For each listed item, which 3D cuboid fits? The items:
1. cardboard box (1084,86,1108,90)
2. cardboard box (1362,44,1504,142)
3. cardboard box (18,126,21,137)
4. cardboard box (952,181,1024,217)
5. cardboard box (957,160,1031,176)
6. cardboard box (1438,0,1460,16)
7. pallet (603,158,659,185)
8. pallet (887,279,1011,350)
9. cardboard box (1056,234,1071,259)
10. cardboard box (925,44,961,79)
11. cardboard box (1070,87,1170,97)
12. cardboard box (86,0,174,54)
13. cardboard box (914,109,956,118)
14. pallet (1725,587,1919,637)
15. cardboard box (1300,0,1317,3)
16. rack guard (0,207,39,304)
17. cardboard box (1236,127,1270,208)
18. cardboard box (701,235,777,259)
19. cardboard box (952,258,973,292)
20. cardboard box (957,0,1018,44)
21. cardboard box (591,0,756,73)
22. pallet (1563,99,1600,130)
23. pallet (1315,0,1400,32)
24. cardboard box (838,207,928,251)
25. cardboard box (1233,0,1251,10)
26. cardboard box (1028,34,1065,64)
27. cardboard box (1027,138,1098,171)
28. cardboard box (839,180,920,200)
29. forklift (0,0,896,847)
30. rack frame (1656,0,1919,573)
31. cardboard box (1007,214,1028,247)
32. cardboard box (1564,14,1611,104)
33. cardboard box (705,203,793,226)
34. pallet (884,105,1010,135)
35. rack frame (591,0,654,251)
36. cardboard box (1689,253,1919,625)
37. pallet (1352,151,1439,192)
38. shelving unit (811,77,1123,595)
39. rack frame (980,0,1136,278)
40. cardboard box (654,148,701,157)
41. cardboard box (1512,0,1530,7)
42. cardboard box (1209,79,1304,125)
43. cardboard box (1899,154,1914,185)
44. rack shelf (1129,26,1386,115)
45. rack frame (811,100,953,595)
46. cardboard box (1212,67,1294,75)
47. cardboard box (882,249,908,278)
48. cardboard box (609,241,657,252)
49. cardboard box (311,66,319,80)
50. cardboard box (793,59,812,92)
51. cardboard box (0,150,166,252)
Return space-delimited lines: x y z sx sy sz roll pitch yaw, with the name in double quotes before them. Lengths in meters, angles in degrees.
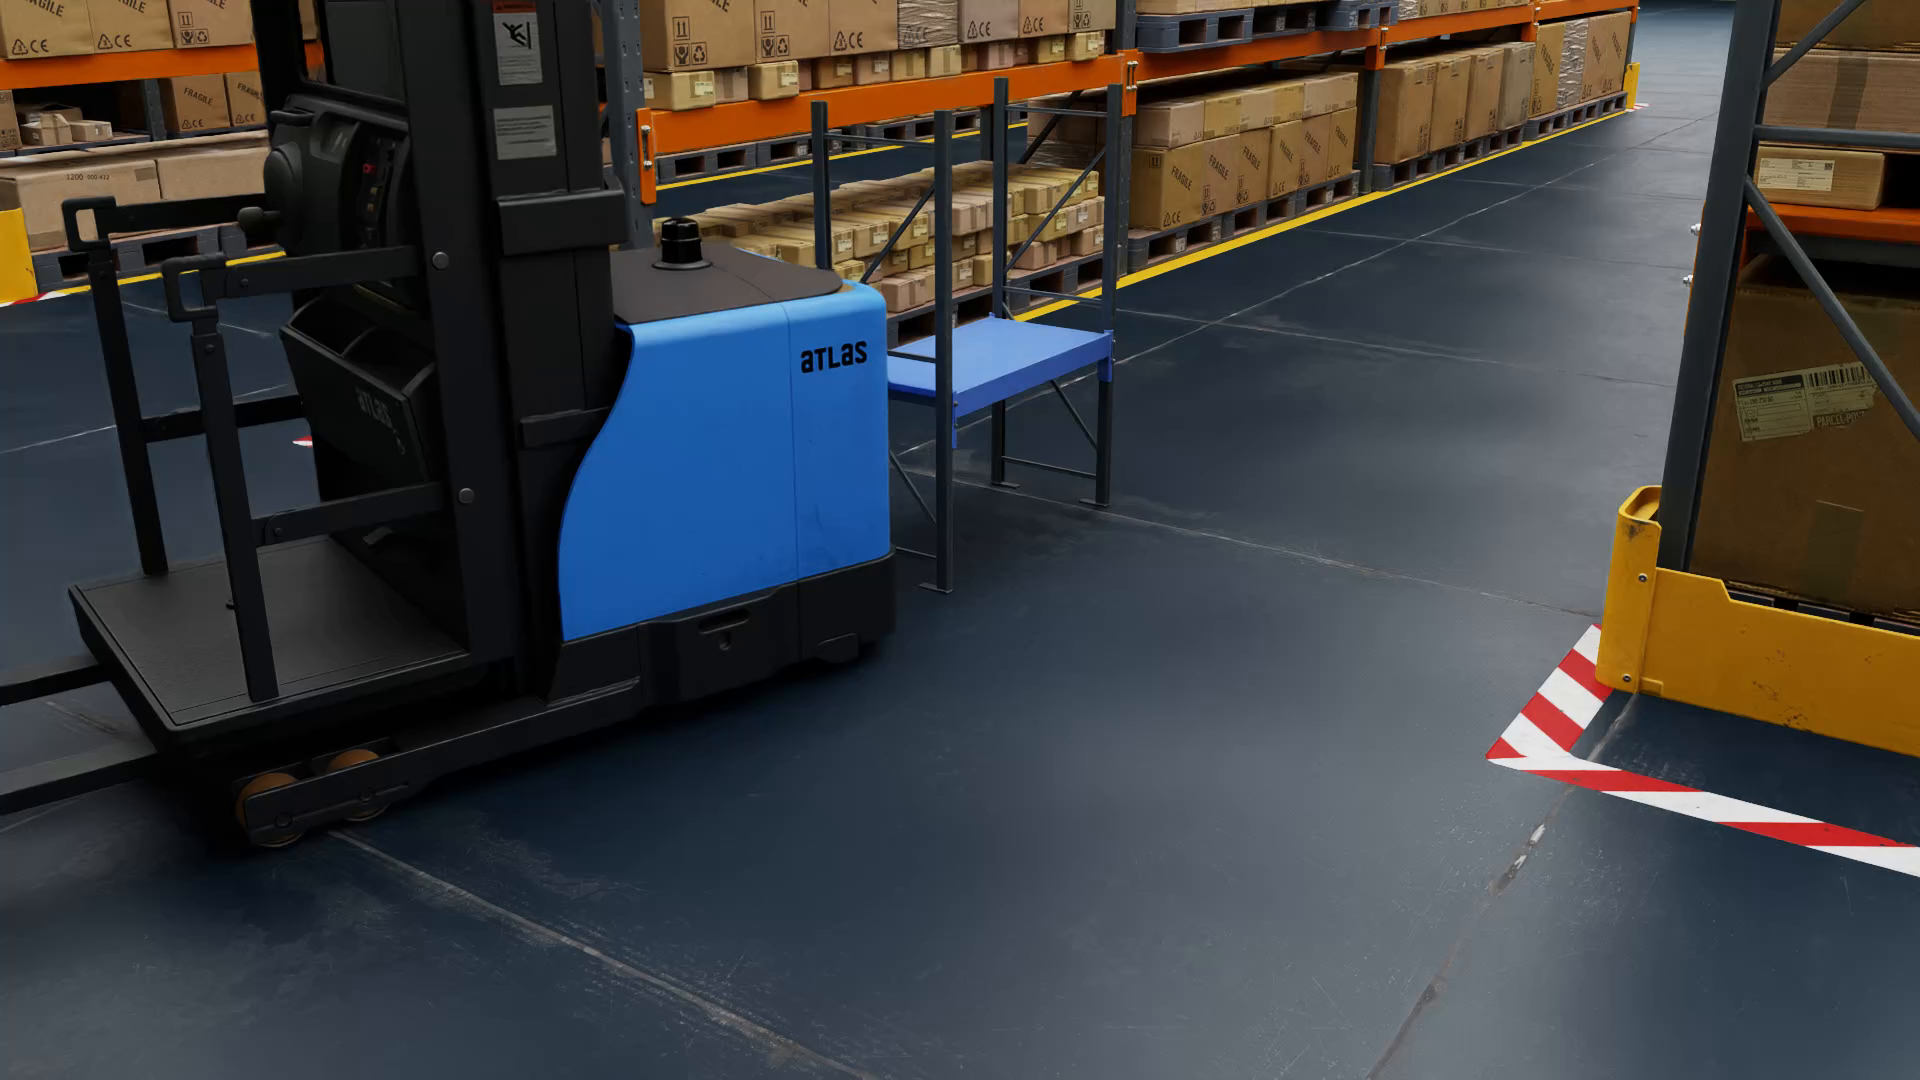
"cardboard box" 1.468 -5.346 19.253 0.500 0.250 0.500 12 23 29
"cardboard box" 4.244 -4.056 15.045 1.050 0.750 0.750 13 24 32
"cardboard box" -8.502 -3.586 14.640 0.380 0.149 0.250 13 24 31
"cardboard box" 0.127 -1.864 9.126 0.380 0.149 0.250 14 25 34
"cardboard box" 0.202 -2.171 9.957 0.380 0.149 0.250 14 25 34
"cardboard box" 3.858 -4.653 13.875 0.500 0.500 0.500 13 24 32
"pallet" -3.212 -2.955 13.450 1.003 0.211 1.213 13 24 32
"pallet" -0.467 -1.232 8.791 1.003 0.211 1.213 13 24 32
"cardboard box" 0.413 -1.713 9.577 0.380 0.149 0.250 14 25 33
"cardboard box" -0.219 -2.383 8.245 0.380 0.149 0.250 14 24 33
"cardboard box" 1.076 -2.875 11.130 0.500 0.250 0.500 15 25 34
"cardboard box" -5.064 -3.159 9.836 0.500 0.500 0.500 13 24 31
"cardboard box" -0.601 -4.513 16.824 0.950 0.372 0.625 13 24 31
"pallet" 2.748 0.116 5.146 1.003 0.211 1.213 13 24 32
"cardboard box" 2.193 -3.719 11.253 0.380 0.149 0.250 14 25 33
"rack guard" -5.846 -1.700 9.641 1.175 0.500 0.348 13 24 32
"cardboard box" 1.781 -2.581 11.416 0.500 0.500 0.500 14 24 33
"cardboard box" -1.051 -1.269 7.517 0.380 0.149 0.250 14 24 33
"cardboard box" -0.156 -1.413 8.765 0.380 0.149 0.250 14 24 33
"cardboard box" -0.045 -2.792 8.417 0.500 0.500 0.500 13 24 32
"cardboard box" -1.201 -2.204 6.828 0.500 0.500 0.500 15 25 34
"pallet" 6.241 -4.633 17.985 1.003 0.211 1.213 13 24 32
"pallet" 2.503 -3.923 12.324 1.213 0.211 1.003 13 24 32
"cardboard box" -0.383 -1.547 8.271 0.380 0.149 0.250 14 24 33
"cardboard box" 1.606 -3.417 10.435 0.380 0.149 0.250 14 24 32
"cardboard box" 0.346 -2.685 9.062 0.380 0.149 0.250 14 25 34
"cardboard box" 0.775 -2.377 10.865 0.500 0.500 0.500 13 24 31
"cardboard box" -0.442 -1.885 9.184 0.380 0.149 0.250 14 24 33
"forklift" -1.665 -0.872 3.897 3.031 2.935 1.130 -15 25 -35
"rack frame" 2.364 -0.947 4.001 1.000 3.000 0.127 13 24 32
"cardboard box" 0.153 -1.725 9.179 0.380 0.149 0.250 14 24 32
"cardboard box" 6.493 -5.274 18.156 0.875 0.875 0.875 13 24 31
"cardboard box" -1.061 -1.593 8.395 0.380 0.149 0.250 14 25 34
"pallet" -0.208 -4.439 17.463 1.003 0.211 1.213 13 24 32
"rack frame" -1.682 -1.943 6.694 1.000 3.000 0.127 13 24 32
"cardboard box" 2.657 -0.346 4.835 0.875 0.875 0.875 13 24 32
"pallet" 3.321 -3.142 13.955 1.003 0.211 1.213 13 24 32
"shelving unit" 0.048 -0.728 5.571 0.538 1.500 1.048 13 24 32
"rack frame" 0.567 -3.091 9.797 1.000 3.000 0.127 13 24 32
"cardboard box" -2.800 -3.682 13.852 0.875 0.875 0.875 14 25 33
"cardboard box" 4.992 -5.231 15.439 0.500 0.500 0.500 13 24 32
"cardboard box" 2.074 -3.078 11.678 0.500 0.250 0.500 14 24 33
"cardboard box" 2.579 -1.142 4.892 0.380 0.149 0.250 13 24 32
"rack shelf" 1.691 -3.327 11.473 1.077 0.370 4.000 13 24 32
"rack frame" -0.238 -0.582 5.177 0.500 1.500 0.032 13 24 32
"cardboard box" 2.228 -3.464 12.723 0.500 0.250 0.500 12 23 29
"cardboard box" -0.487 -1.431 8.384 0.380 0.149 0.250 15 25 35
"cardboard box" -1.594 -1.283 7.557 0.380 0.149 0.250 14 24 32
"cardboard box" -6.658 -4.411 16.363 0.500 0.500 0.500 12 24 30
"cardboard box" -0.892 -2.103 7.489 0.380 0.149 0.250 15 25 34
"cardboard box" -5.544 -2.084 10.162 0.875 0.438 0.875 12 24 30
